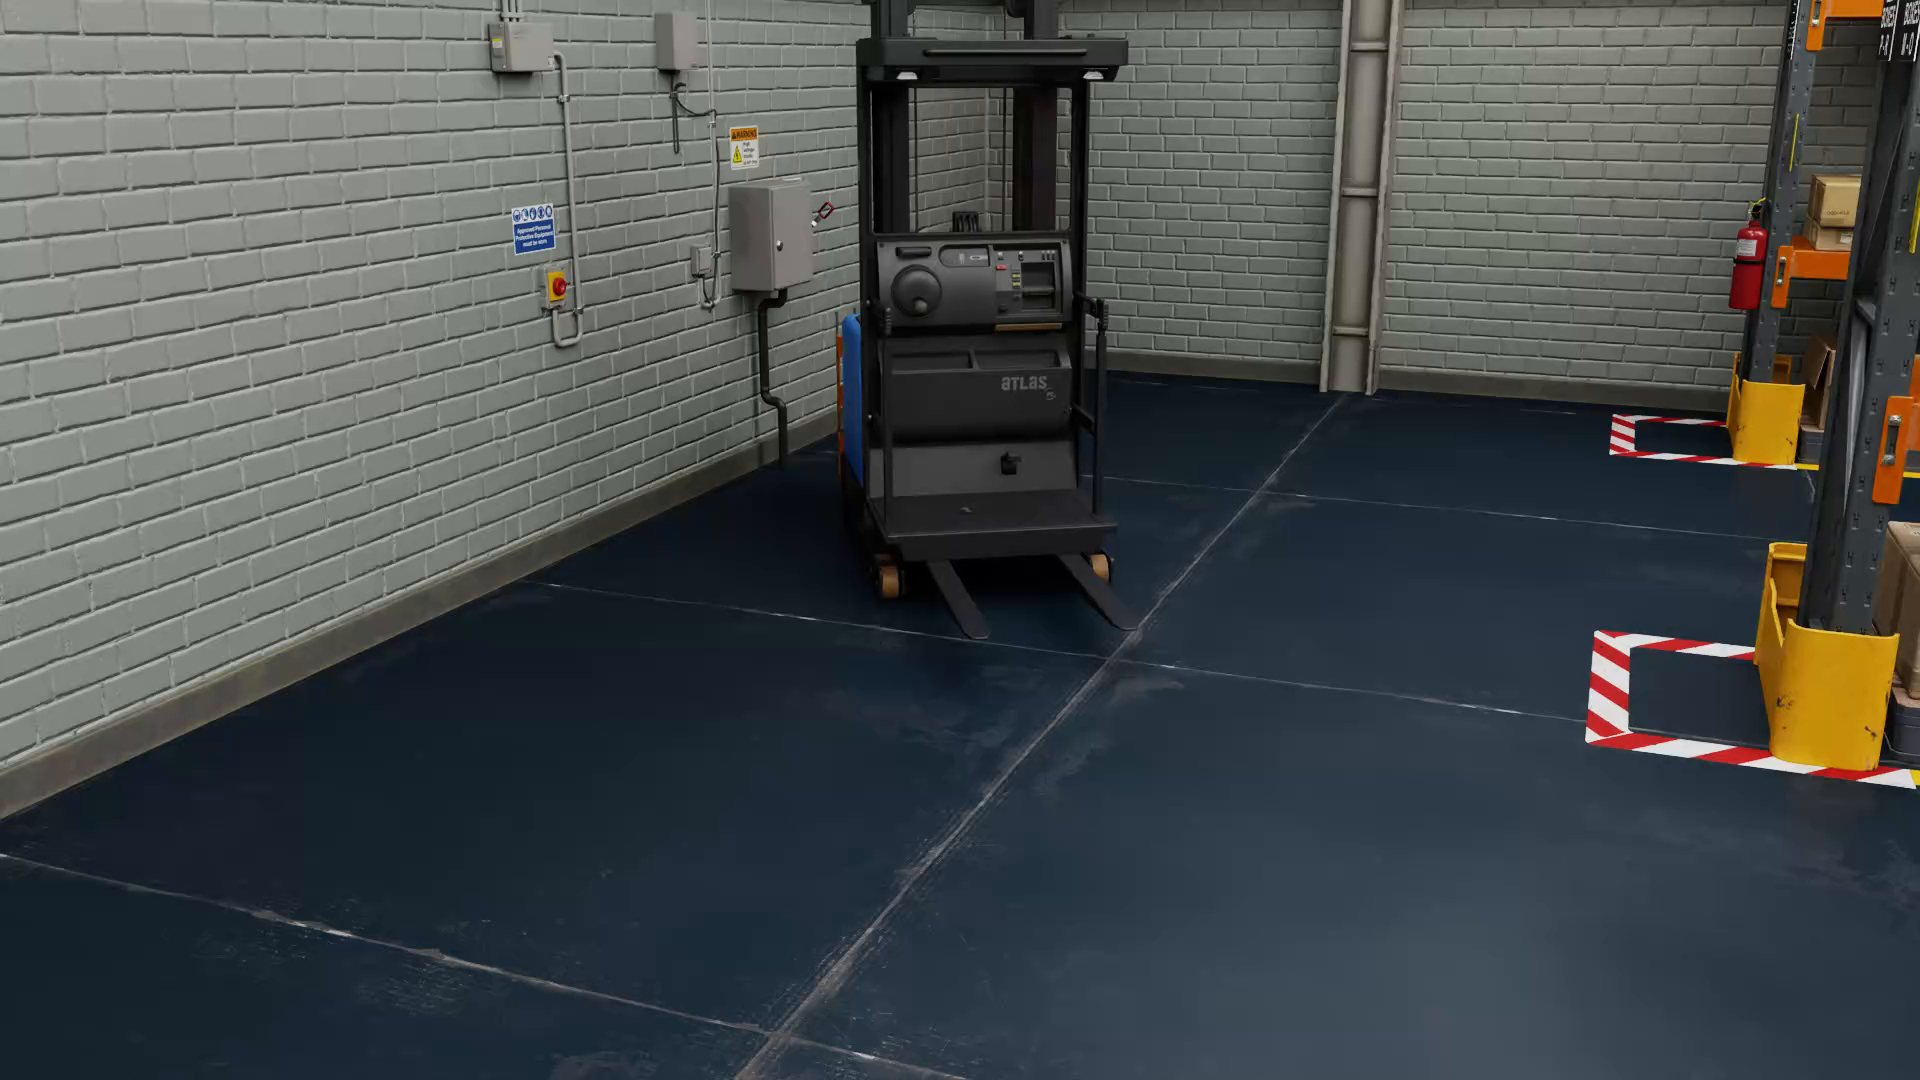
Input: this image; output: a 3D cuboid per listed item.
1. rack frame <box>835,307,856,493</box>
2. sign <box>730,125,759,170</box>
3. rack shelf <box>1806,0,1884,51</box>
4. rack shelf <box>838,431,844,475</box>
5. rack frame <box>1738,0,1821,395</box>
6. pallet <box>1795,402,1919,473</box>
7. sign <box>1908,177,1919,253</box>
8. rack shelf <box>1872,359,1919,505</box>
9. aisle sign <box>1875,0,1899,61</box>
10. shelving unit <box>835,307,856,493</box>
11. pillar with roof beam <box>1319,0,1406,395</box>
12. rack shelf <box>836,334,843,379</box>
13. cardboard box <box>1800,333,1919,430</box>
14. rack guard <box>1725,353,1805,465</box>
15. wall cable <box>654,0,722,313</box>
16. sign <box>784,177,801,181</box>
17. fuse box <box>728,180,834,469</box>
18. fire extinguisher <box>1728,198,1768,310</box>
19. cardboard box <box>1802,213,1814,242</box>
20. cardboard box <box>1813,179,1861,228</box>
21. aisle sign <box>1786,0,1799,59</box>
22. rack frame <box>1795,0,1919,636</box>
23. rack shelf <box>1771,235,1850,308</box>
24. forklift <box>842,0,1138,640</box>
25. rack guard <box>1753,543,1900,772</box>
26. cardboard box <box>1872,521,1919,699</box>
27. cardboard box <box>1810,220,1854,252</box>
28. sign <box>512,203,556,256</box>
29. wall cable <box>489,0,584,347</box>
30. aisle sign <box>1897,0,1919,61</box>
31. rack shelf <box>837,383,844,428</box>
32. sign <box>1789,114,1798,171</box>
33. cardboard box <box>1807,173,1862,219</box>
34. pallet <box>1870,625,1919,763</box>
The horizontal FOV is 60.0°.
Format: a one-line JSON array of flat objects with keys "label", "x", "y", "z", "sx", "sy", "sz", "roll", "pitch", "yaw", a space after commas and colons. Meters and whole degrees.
[{"label": "rack frame", "x": -0.645, "y": -0.798, "z": 9.538, "sx": 0.008, "sy": 1.050, "sz": 0.200, "roll": 9, "pitch": 19, "yaw": 29}, {"label": "sign", "x": -1.255, "y": -2.288, "z": 9.693, "sx": 0.001, "sy": 0.242, "sz": 0.339, "roll": 6, "pitch": 17, "yaw": 21}, {"label": "rack shelf", "x": 6.983, "y": -2.962, "z": 9.406, "sx": 4.000, "sy": 0.370, "sz": 1.077, "roll": 6, "pitch": 17, "yaw": 21}, {"label": "rack shelf", "x": -0.539, "y": -0.504, "z": 9.560, "sx": 0.240, "sy": 0.259, "sz": 0.215, "roll": 9, "pitch": 19, "yaw": 29}, {"label": "rack frame", "x": 5.123, "y": -2.072, "z": 10.429, "sx": 0.127, "sy": 3.000, "sz": 1.000, "roll": 6, "pitch": 17, "yaw": 21}, {"label": "pallet", "x": 5.936, "y": -0.643, "z": 10.511, "sx": 1.213, "sy": 0.211, "sz": 1.003, "roll": 6, "pitch": 17, "yaw": 21}, {"label": "sign", "x": 3.096, "y": -1.094, "z": 5.368, "sx": 0.005, "sy": 0.325, "sz": 0.100, "roll": 6, "pitch": 17, "yaw": 21}, {"label": "rack shelf", "x": 5.166, "y": -0.234, "z": 5.389, "sx": 4.000, "sy": 0.370, "sz": 1.077, "roll": 6, "pitch": 17, "yaw": 21}, {"label": "aisle sign", "x": 3.352, "y": -2.120, "z": 5.933, "sx": 0.004, "sy": 0.787, "sz": 0.394, "roll": 6, "pitch": 17, "yaw": 21}, {"label": "shelving unit", "x": -0.539, "y": -0.781, "z": 9.479, "sx": 0.252, "sy": 1.050, "sz": 0.215, "roll": 9, "pitch": 19, "yaw": 29}, {"label": "pillar with roof beam", "x": 1.366, "y": -4.346, "z": 7.502, "sx": 0.400, "sy": 9.000, "sz": 9.100, "roll": 6, "pitch": 17, "yaw": 21}, {"label": "rack shelf", "x": -0.539, "y": -1.043, "z": 9.403, "sx": 0.240, "sy": 0.259, "sz": 0.215, "roll": 9, "pitch": 19, "yaw": 29}, {"label": "cardboard box", "x": 5.657, "y": -0.987, "z": 10.418, "sx": 0.637, "sy": 0.503, "sz": 0.797, "roll": 6, "pitch": 17, "yaw": 18}, {"label": "rack guard", "x": 5.194, "y": -0.863, "z": 10.751, "sx": 0.348, "sy": 0.500, "sz": 1.175, "roll": 6, "pitch": 17, "yaw": 21}, {"label": "wall cable", "x": -1.439, "y": -2.211, "z": 9.089, "sx": 0.122, "sy": 1.984, "sz": 0.588, "roll": 6, "pitch": 17, "yaw": 21}, {"label": "sign", "x": -1.054, "y": -1.988, "z": 10.312, "sx": 0.001, "sy": 0.494, "sz": 0.329, "roll": 6, "pitch": 17, "yaw": 21}, {"label": "fuse box", "x": -1.042, "y": -1.266, "z": 9.964, "sx": 0.414, "sy": 1.711, "sz": 0.539, "roll": 6, "pitch": 17, "yaw": 21}, {"label": "fire extinguisher", "x": 4.816, "y": -1.750, "z": 10.131, "sx": 0.183, "sy": 0.674, "sz": 0.296, "roll": 6, "pitch": 17, "yaw": 21}, {"label": "cardboard box", "x": 5.530, "y": -1.987, "z": 10.587, "sx": 0.250, "sy": 0.149, "sz": 0.380, "roll": 6, "pitch": 17, "yaw": 20}, {"label": "cardboard box", "x": 5.446, "y": -2.026, "z": 10.008, "sx": 0.500, "sy": 0.250, "sz": 0.500, "roll": 6, "pitch": 17, "yaw": 21}, {"label": "aisle sign", "x": 4.952, "y": -3.251, "z": 9.828, "sx": 0.004, "sy": 0.787, "sz": 0.394, "roll": 6, "pitch": 17, "yaw": 21}, {"label": "rack frame", "x": 3.305, "y": -0.784, "z": 5.993, "sx": 0.127, "sy": 3.000, "sz": 1.000, "roll": 6, "pitch": 17, "yaw": 21}, {"label": "rack shelf", "x": 6.983, "y": -1.521, "z": 9.825, "sx": 4.000, "sy": 0.370, "sz": 1.077, "roll": 6, "pitch": 17, "yaw": 21}, {"label": "forklift", "x": 0.111, "y": -1.237, "z": 7.677, "sx": 1.130, "sy": 2.935, "sz": 3.031, "roll": -3, "pitch": 16, "yaw": -10}, {"label": "rack guard", "x": 3.283, "y": 0.414, "z": 6.350, "sx": 0.348, "sy": 0.500, "sz": 1.175, "roll": 6, "pitch": 17, "yaw": 21}, {"label": "cardboard box", "x": 3.956, "y": 0.287, "z": 6.149, "sx": 0.875, "sy": 0.438, "sz": 0.875, "roll": 6, "pitch": 17, "yaw": 19}, {"label": "cardboard box", "x": 5.328, "y": -1.846, "z": 10.103, "sx": 0.250, "sy": 0.149, "sz": 0.380, "roll": 6, "pitch": 17, "yaw": 20}, {"label": "sign", "x": -2.024, "y": -1.478, "z": 7.900, "sx": 0.001, "sy": 0.218, "sz": 0.327, "roll": 6, "pitch": 17, "yaw": 21}, {"label": "wall cable", "x": -1.949, "y": -1.858, "z": 7.813, "sx": 0.123, "sy": 1.953, "sz": 0.585, "roll": 6, "pitch": 17, "yaw": 21}, {"label": "aisle sign", "x": 3.132, "y": -1.964, "z": 5.397, "sx": 0.004, "sy": 0.787, "sz": 0.394, "roll": 6, "pitch": 17, "yaw": 21}, {"label": "rack shelf", "x": -0.539, "y": -0.771, "z": 9.482, "sx": 0.240, "sy": 0.259, "sz": 0.215, "roll": 9, "pitch": 19, "yaw": 29}, {"label": "sign", "x": 4.924, "y": -2.347, "z": 9.824, "sx": 0.005, "sy": 0.325, "sz": 0.100, "roll": 6, "pitch": 17, "yaw": 21}, {"label": "cardboard box", "x": 5.648, "y": -2.164, "z": 10.483, "sx": 0.500, "sy": 0.250, "sz": 0.500, "roll": 7, "pitch": 18, "yaw": 22}, {"label": "pallet", "x": 4.078, "y": 0.617, "z": 6.170, "sx": 1.213, "sy": 0.211, "sz": 1.003, "roll": 6, "pitch": 17, "yaw": 21}]
